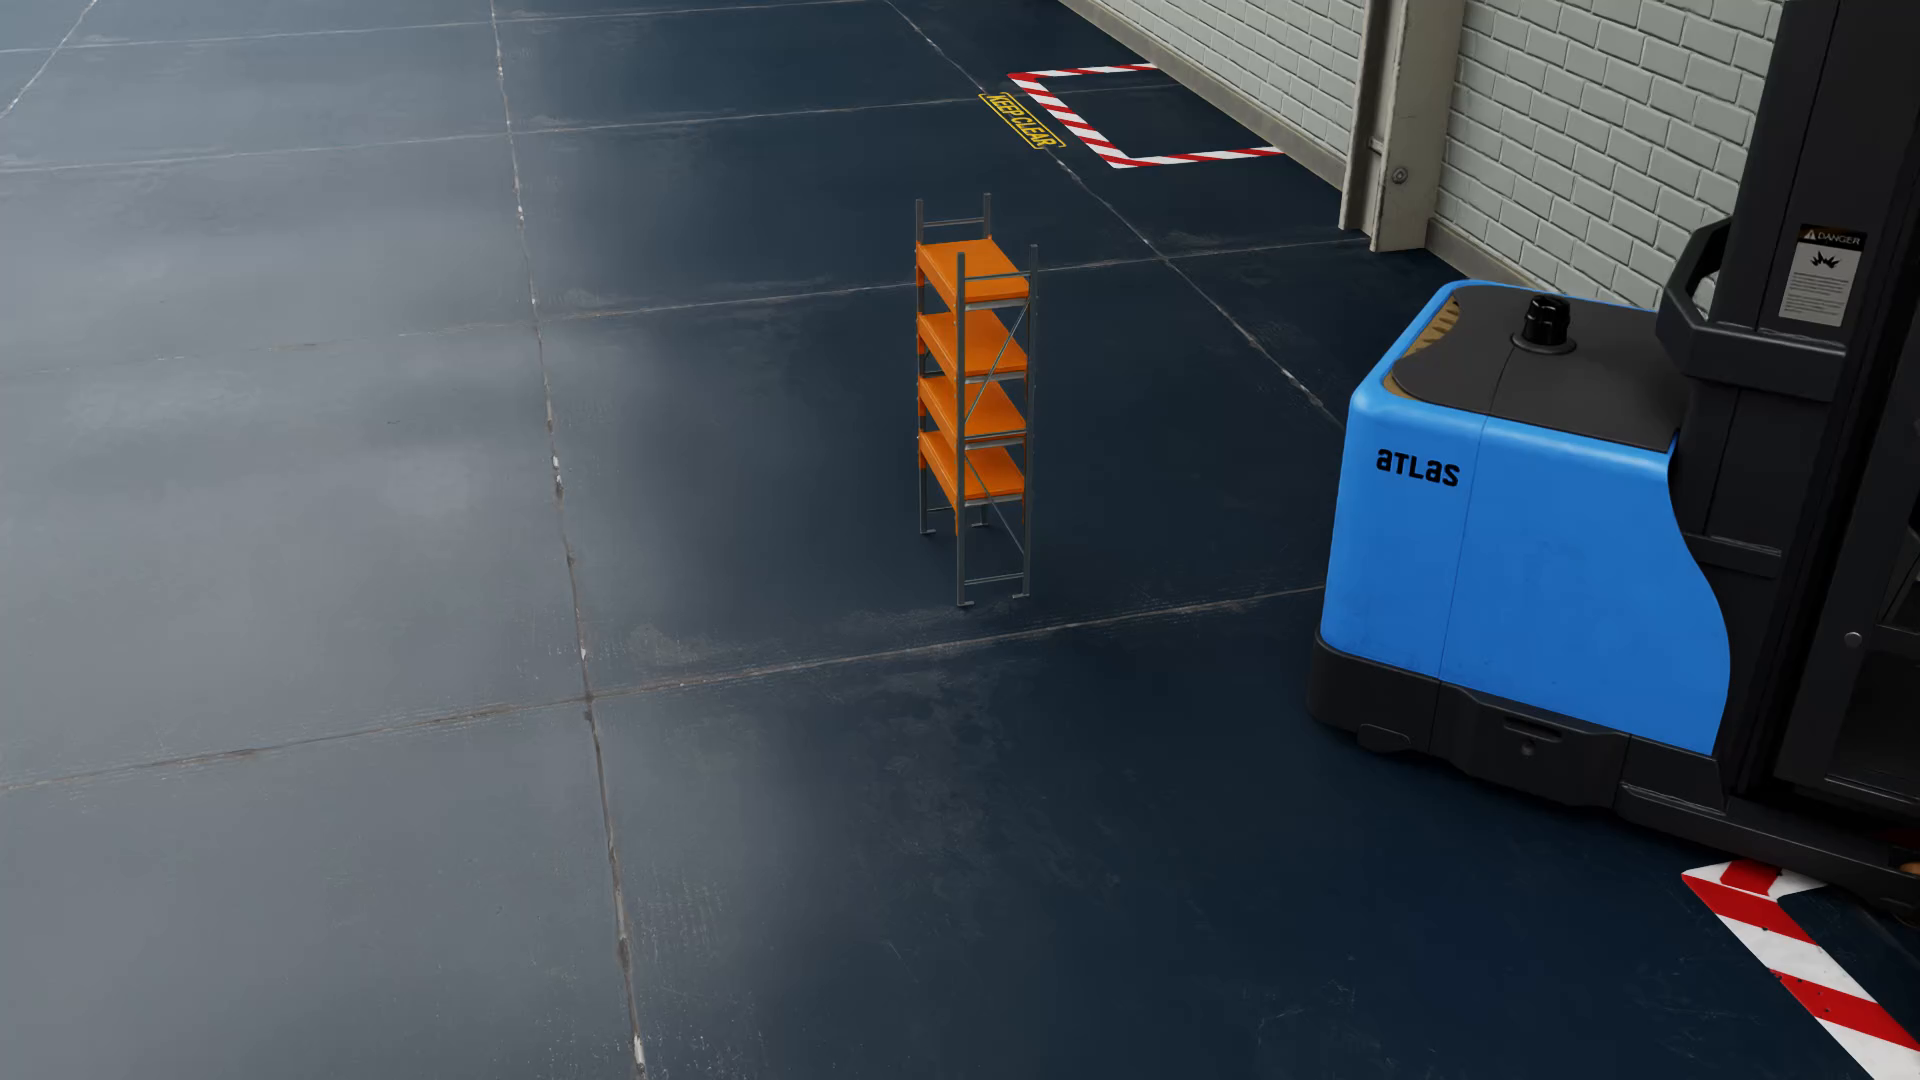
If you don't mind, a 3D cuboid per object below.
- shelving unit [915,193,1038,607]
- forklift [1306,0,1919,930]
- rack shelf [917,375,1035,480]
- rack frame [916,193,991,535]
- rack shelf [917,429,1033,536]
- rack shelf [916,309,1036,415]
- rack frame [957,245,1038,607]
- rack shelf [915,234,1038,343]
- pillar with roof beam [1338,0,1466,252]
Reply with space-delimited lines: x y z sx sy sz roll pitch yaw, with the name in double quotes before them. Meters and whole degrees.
"shelving unit" 0.044 -0.439 5.311 0.258 1.200 0.503 -8 31 -13
"forklift" 2.536 -0.567 3.803 3.031 2.935 1.130 16 34 25
"rack shelf" 0.044 -0.381 5.345 0.258 0.148 0.480 -8 31 -13
"rack frame" -0.021 -0.557 5.515 0.240 1.200 0.015 -8 31 -13
"rack shelf" 0.044 -0.209 5.444 0.258 0.148 0.480 -8 31 -13
"rack shelf" 0.044 -0.575 5.233 0.258 0.148 0.480 -8 31 -13
"rack frame" 0.109 -0.321 5.108 0.240 1.200 0.015 -8 31 -13
"rack shelf" 0.044 -0.779 5.114 0.258 0.148 0.480 -8 31 -13
"pillar with roof beam" -2.011 -4.856 5.157 9.100 9.000 0.400 -8 31 -13
